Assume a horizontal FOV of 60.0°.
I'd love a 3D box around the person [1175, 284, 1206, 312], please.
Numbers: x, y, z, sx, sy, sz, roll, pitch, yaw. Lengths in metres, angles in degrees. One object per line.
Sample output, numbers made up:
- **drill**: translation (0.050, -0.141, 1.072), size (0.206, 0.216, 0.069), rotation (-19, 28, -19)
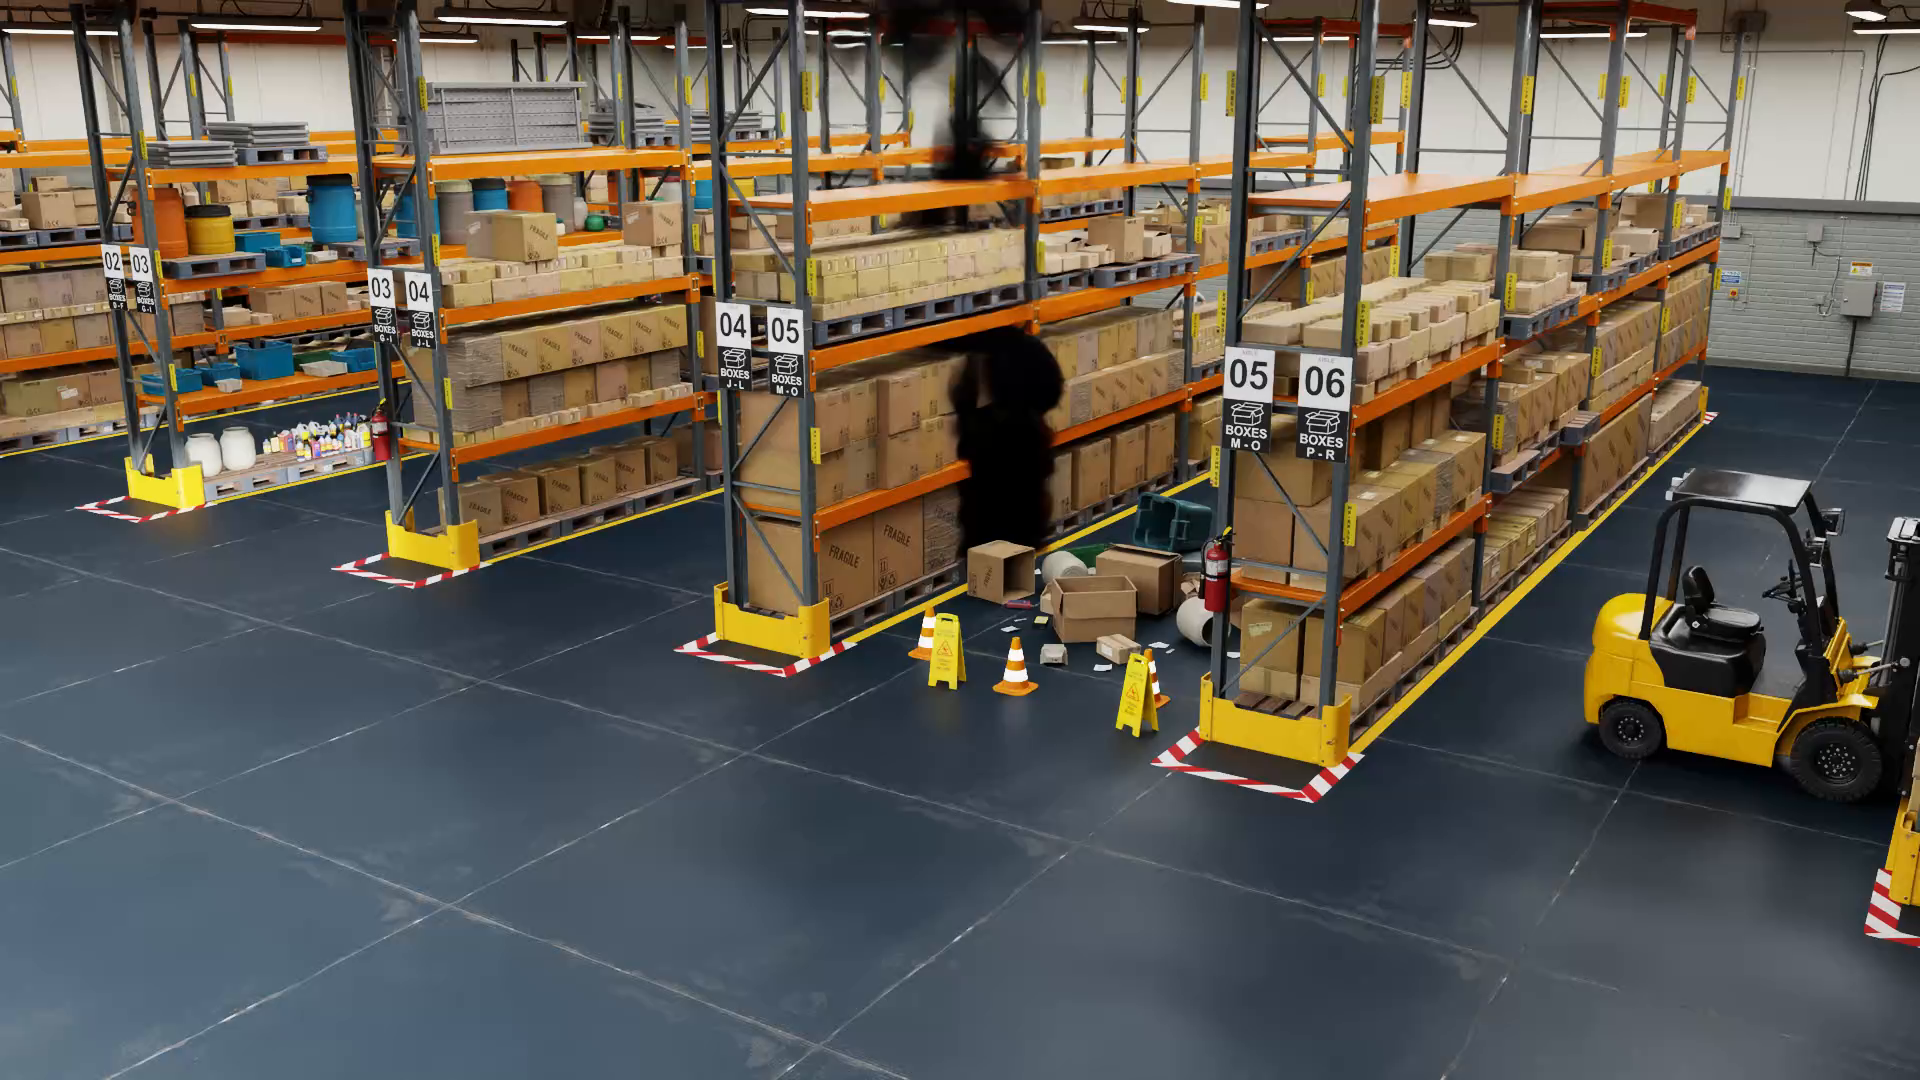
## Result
- **person**: translation (4.230, -3.917, 30.310), size (0.628, 1.689, 0.666), rotation (3, 16, 10)
